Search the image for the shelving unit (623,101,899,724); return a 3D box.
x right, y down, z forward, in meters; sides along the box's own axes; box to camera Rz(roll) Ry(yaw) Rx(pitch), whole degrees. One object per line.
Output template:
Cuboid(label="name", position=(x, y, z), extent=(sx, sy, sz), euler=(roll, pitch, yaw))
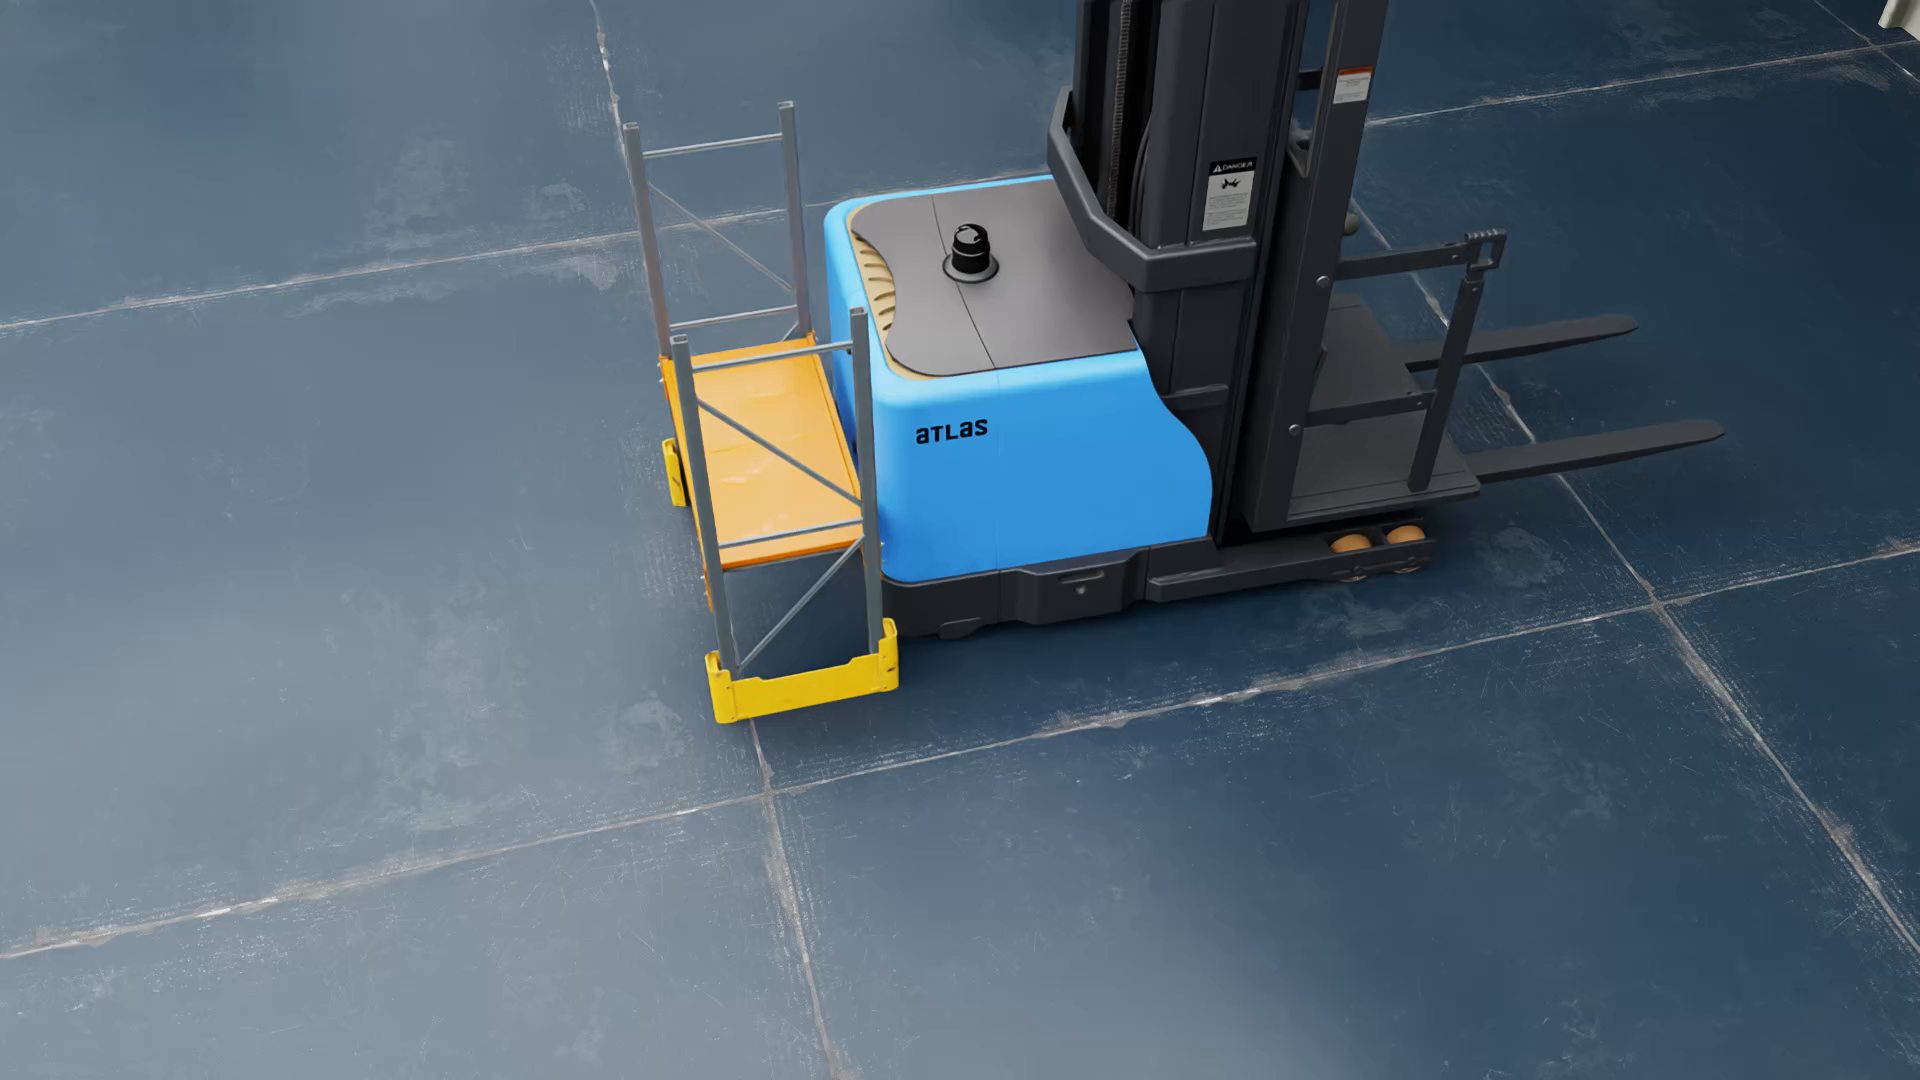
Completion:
Cuboid(label="shelving unit", position=(-0.609, -0.374, 5.066), extent=(0.587, 1.500, 1.083), euler=(-11, 47, -10))

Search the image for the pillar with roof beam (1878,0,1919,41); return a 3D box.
Cuboid(label="pillar with roof beam", position=(0.600, -4.826, 4.179), extent=(9.100, 9.000, 0.400), euler=(-11, 47, -10))

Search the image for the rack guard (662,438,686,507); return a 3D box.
Cuboid(label="rack guard", position=(-0.735, -0.281, 5.850), extent=(0.587, 0.250, 0.087), euler=(-11, 47, -10))

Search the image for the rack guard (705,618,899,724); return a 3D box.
Cuboid(label="rack guard", position=(-0.484, 0.408, 5.175), extent=(0.587, 0.250, 0.087), euler=(-11, 47, -10))

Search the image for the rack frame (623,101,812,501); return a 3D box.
Cuboid(label="rack frame", position=(-0.735, -0.719, 5.404), extent=(0.500, 1.500, 0.032), euler=(-11, 47, -10))

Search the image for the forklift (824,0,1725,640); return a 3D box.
Cuboid(label="forklift", position=(1.123, -1.246, 4.919), extent=(3.031, 2.935, 1.130), euler=(-9, 46, -9))

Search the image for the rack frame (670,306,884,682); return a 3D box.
Cuboid(label="rack frame", position=(-0.479, -0.016, 4.716), extent=(0.500, 1.500, 0.032), euler=(-11, 47, -10))

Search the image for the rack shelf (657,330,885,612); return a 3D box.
Cuboid(label="rack shelf", position=(-0.607, -0.242, 5.189), extent=(0.538, 0.185, 1.000), euler=(-11, 47, -10))
